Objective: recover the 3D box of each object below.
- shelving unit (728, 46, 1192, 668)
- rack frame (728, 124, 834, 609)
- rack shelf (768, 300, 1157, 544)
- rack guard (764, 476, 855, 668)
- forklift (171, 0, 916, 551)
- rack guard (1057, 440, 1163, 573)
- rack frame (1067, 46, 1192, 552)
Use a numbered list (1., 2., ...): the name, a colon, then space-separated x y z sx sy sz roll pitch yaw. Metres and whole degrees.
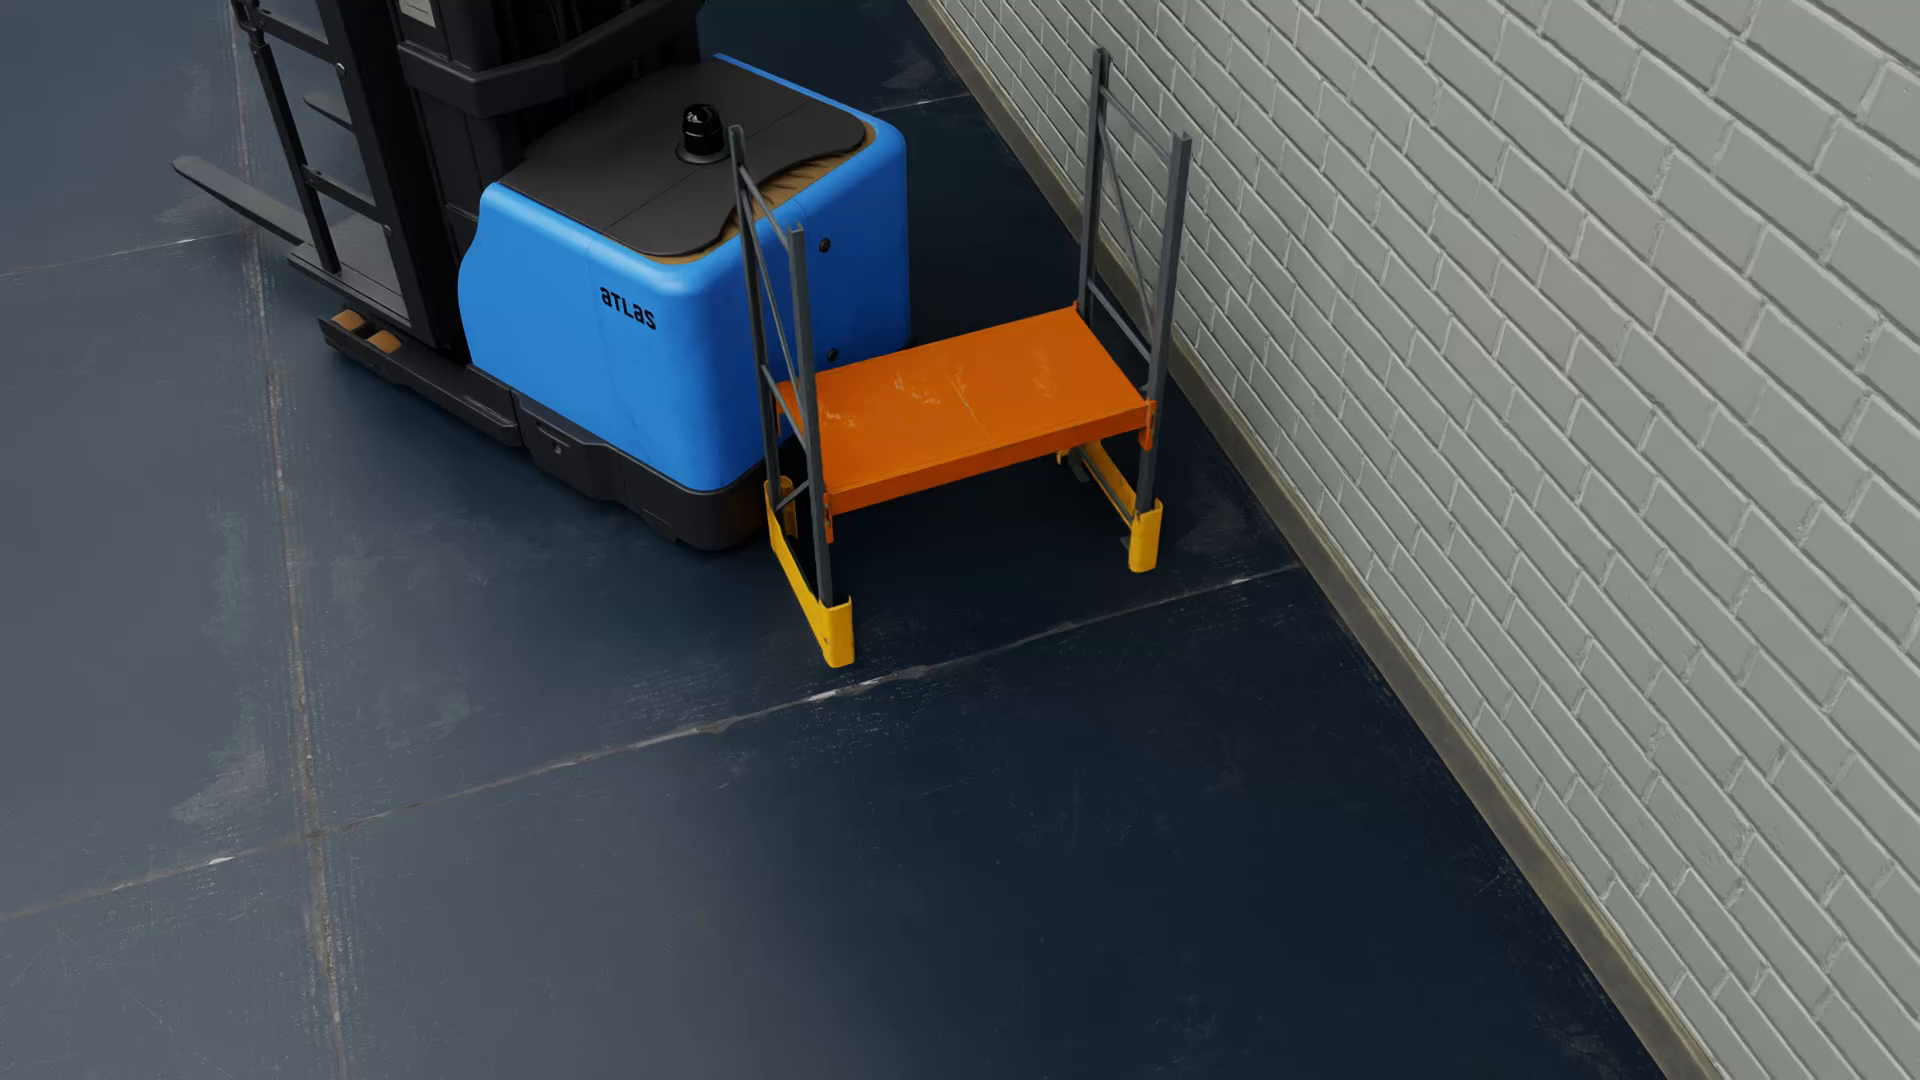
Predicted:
1. shelving unit: 0.006 -0.488 4.678 1.083 1.500 0.587 -17 47 -16
2. rack frame: -0.471 -0.346 4.536 0.032 1.500 0.500 -17 47 -16
3. rack shelf: -0.002 -0.359 4.803 1.000 0.185 0.538 -17 47 -16
4. rack guard: -0.453 0.090 4.984 0.087 0.250 0.587 -17 47 -16
5. forklift: -1.625 -1.865 5.040 3.031 2.935 1.130 28 52 25
6. rack guard: 0.465 -0.183 5.256 0.087 0.250 0.587 -17 47 -16
7. rack frame: 0.466 -0.625 4.814 0.032 1.500 0.500 -17 47 -16
